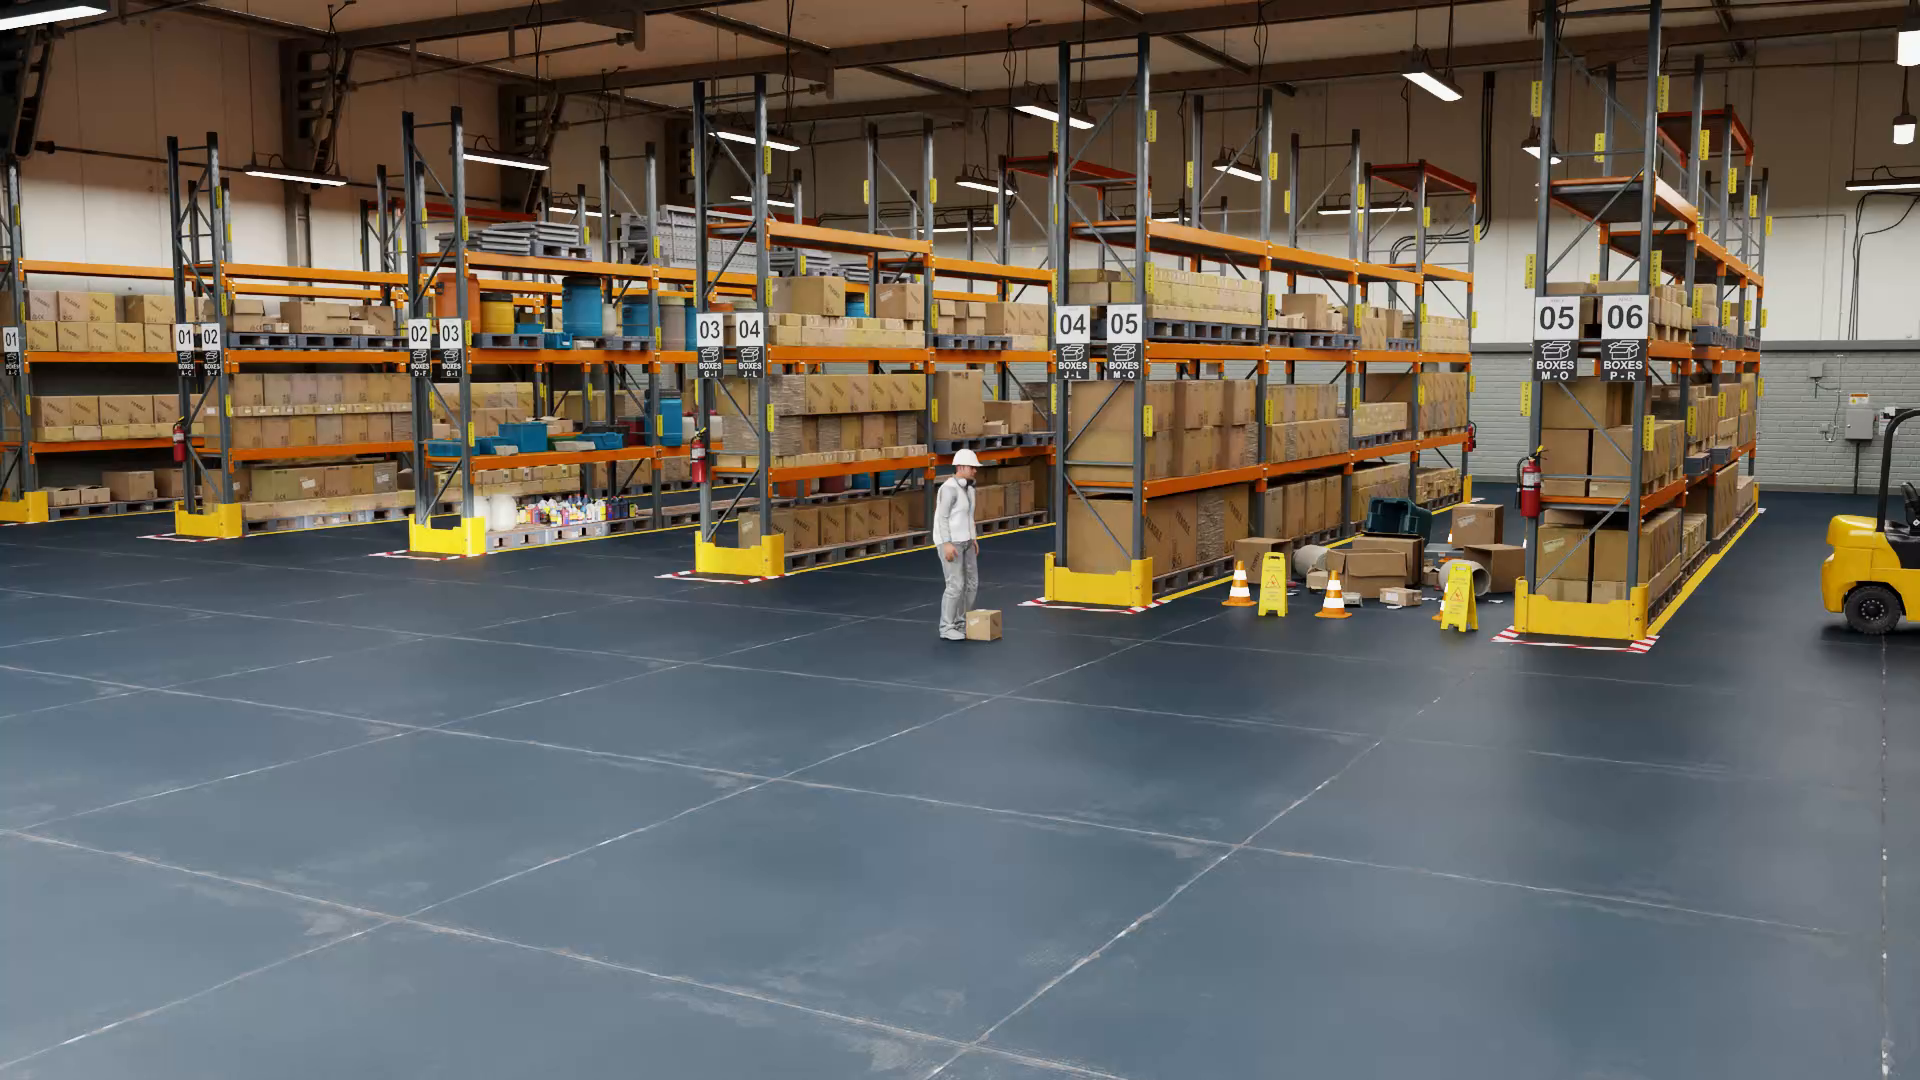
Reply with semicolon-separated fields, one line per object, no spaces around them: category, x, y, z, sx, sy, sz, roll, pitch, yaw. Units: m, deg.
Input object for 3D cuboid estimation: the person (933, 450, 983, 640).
person;-0.009;0.031;15.701;0.467;1.770;0.579;3;7;29
